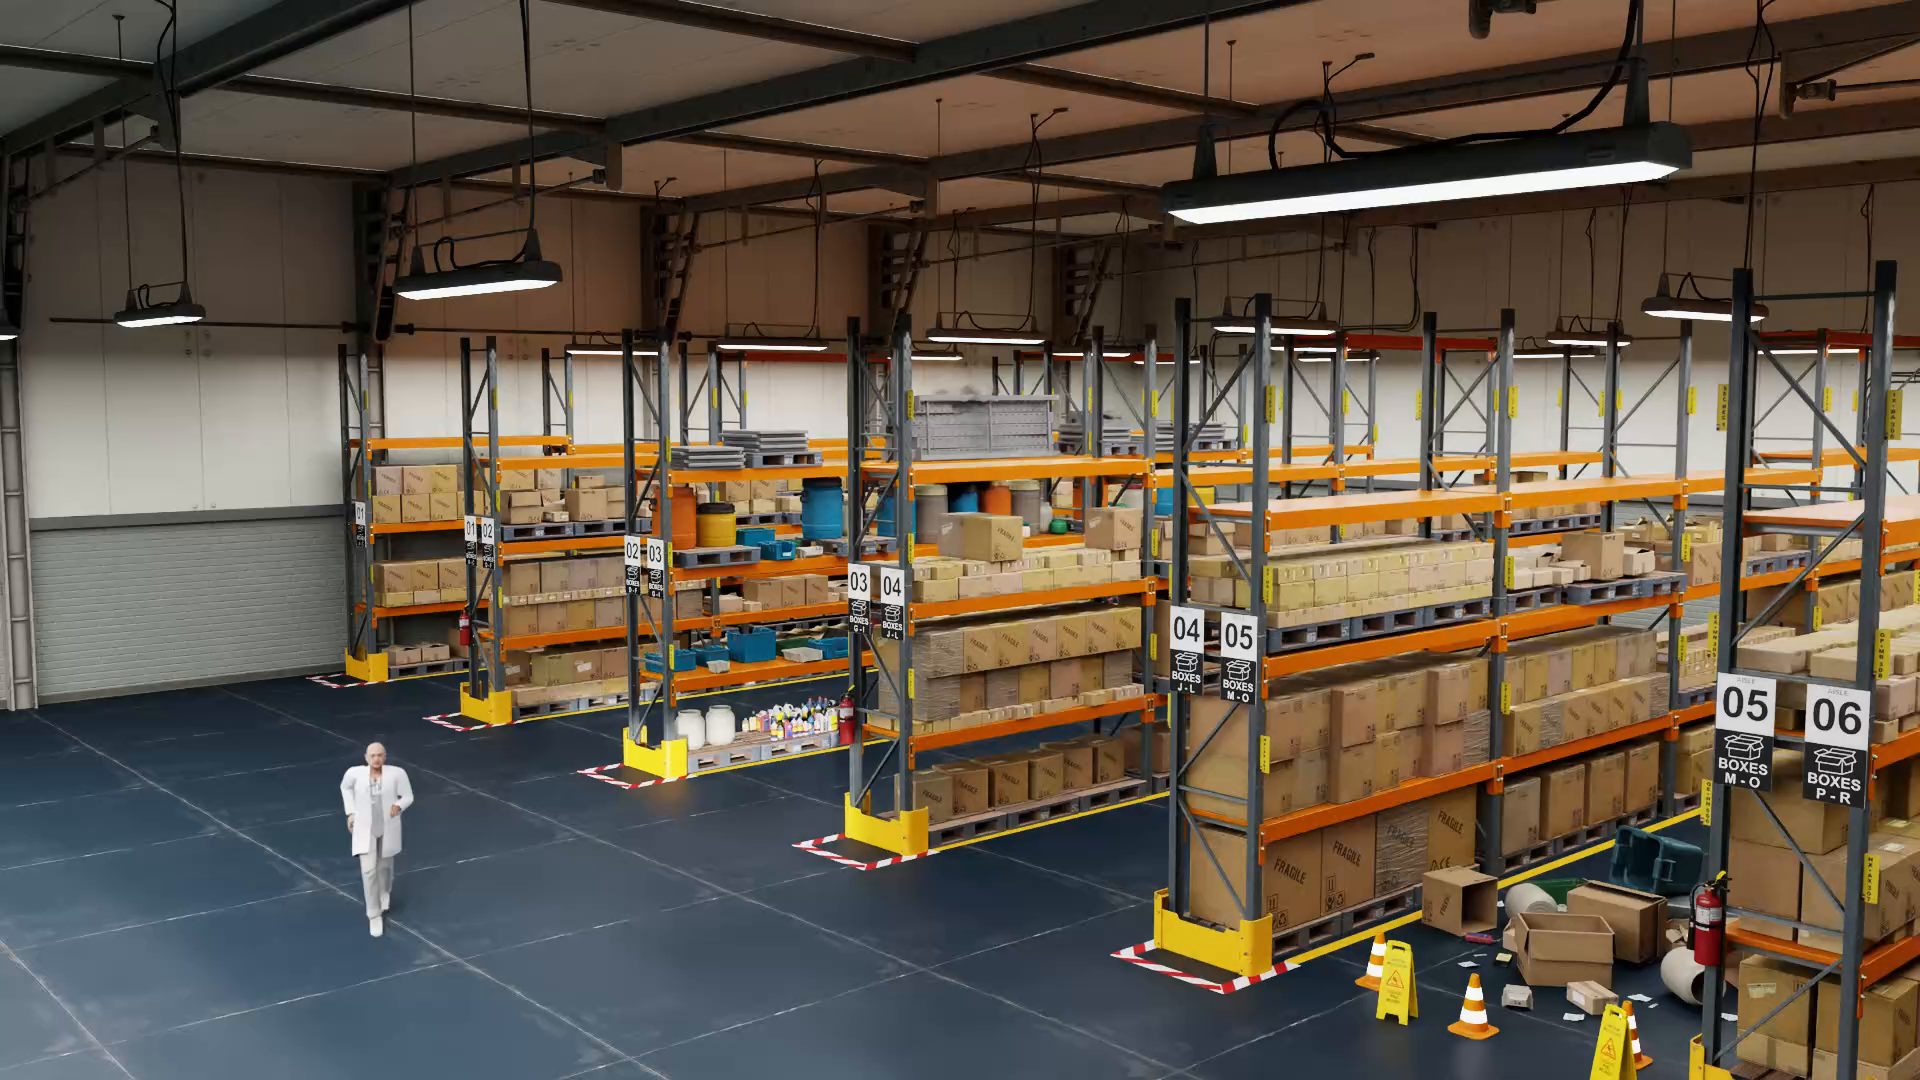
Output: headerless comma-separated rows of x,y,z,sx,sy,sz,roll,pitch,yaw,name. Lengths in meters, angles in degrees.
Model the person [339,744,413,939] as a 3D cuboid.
-5.641,2.838,16.106,0.662,1.792,1.049,-2,6,-21,person
